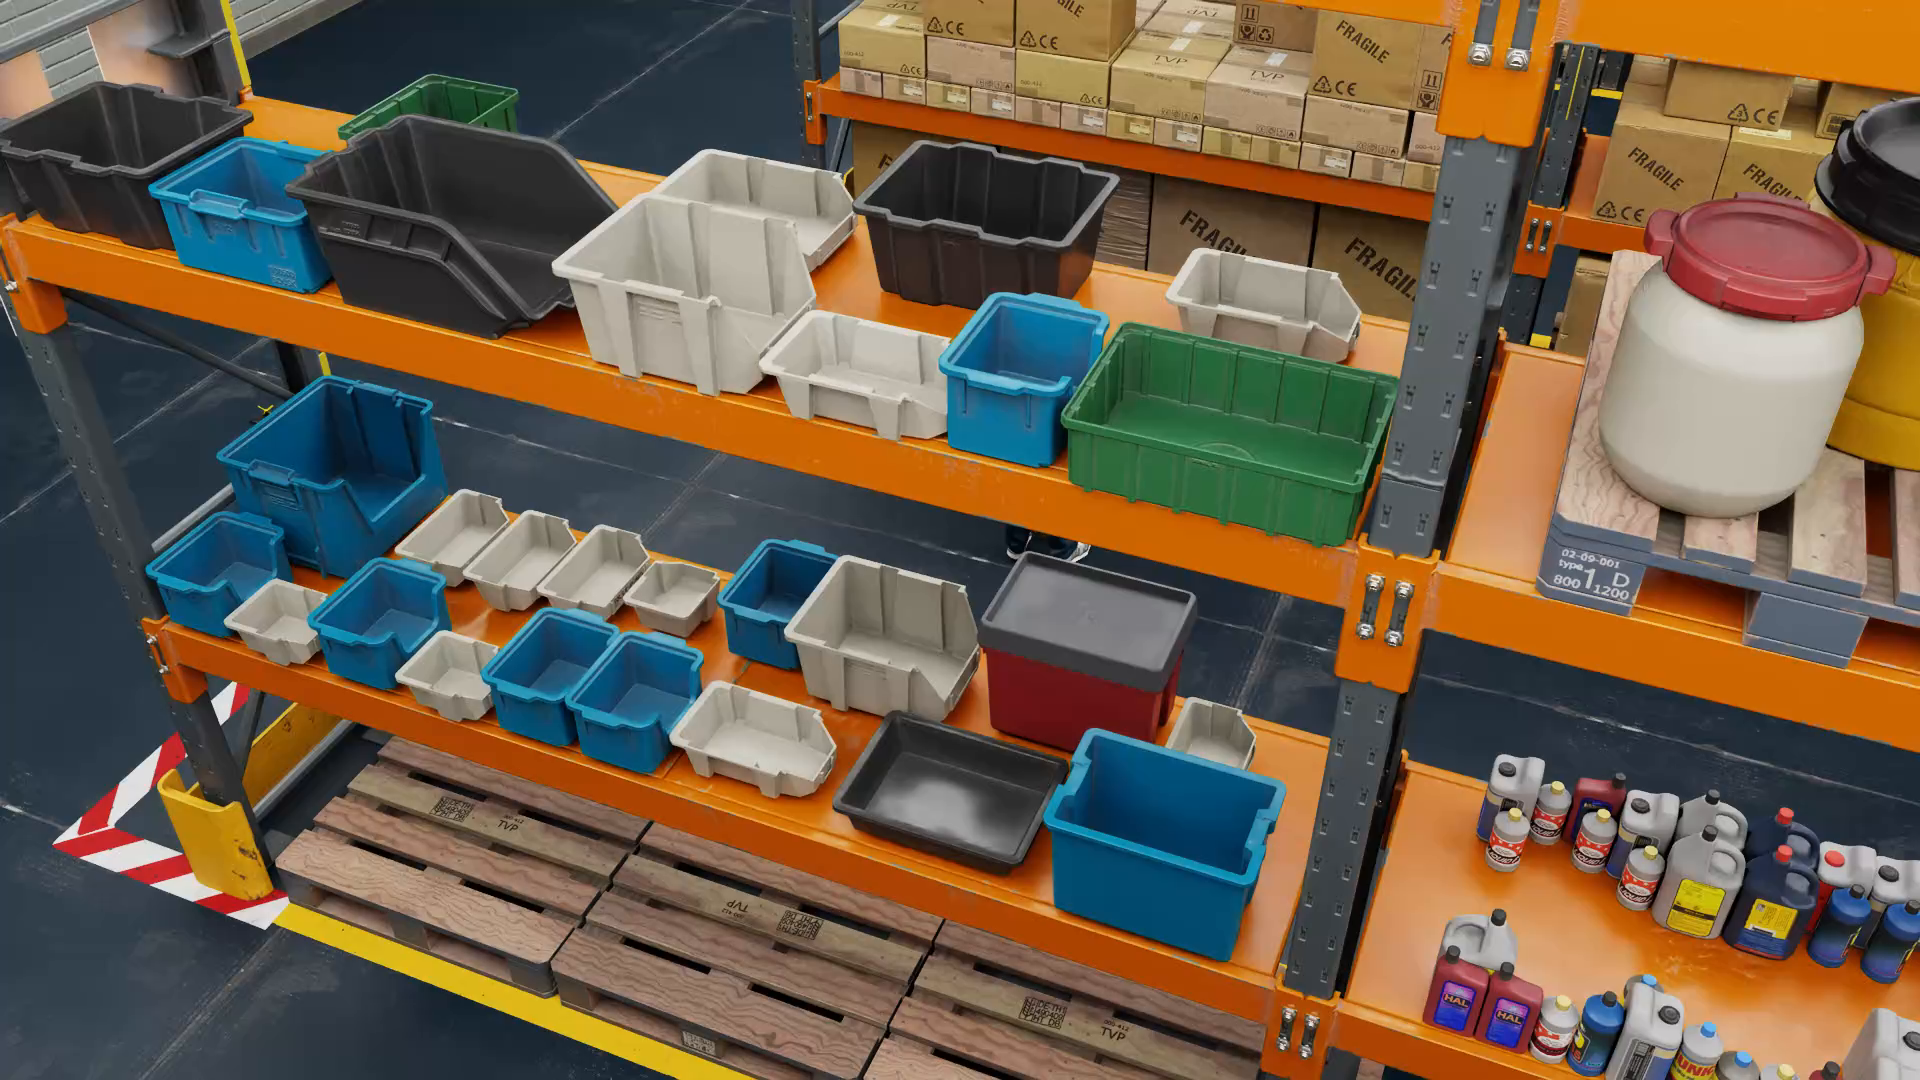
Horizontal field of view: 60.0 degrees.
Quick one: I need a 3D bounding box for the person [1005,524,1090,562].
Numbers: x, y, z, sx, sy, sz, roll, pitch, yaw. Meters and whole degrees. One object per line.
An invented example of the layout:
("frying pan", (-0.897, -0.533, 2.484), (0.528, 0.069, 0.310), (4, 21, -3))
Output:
("person", (0.372, -0.562, 7.545), (0.461, 1.592, 0.343), (15, 40, 18))
